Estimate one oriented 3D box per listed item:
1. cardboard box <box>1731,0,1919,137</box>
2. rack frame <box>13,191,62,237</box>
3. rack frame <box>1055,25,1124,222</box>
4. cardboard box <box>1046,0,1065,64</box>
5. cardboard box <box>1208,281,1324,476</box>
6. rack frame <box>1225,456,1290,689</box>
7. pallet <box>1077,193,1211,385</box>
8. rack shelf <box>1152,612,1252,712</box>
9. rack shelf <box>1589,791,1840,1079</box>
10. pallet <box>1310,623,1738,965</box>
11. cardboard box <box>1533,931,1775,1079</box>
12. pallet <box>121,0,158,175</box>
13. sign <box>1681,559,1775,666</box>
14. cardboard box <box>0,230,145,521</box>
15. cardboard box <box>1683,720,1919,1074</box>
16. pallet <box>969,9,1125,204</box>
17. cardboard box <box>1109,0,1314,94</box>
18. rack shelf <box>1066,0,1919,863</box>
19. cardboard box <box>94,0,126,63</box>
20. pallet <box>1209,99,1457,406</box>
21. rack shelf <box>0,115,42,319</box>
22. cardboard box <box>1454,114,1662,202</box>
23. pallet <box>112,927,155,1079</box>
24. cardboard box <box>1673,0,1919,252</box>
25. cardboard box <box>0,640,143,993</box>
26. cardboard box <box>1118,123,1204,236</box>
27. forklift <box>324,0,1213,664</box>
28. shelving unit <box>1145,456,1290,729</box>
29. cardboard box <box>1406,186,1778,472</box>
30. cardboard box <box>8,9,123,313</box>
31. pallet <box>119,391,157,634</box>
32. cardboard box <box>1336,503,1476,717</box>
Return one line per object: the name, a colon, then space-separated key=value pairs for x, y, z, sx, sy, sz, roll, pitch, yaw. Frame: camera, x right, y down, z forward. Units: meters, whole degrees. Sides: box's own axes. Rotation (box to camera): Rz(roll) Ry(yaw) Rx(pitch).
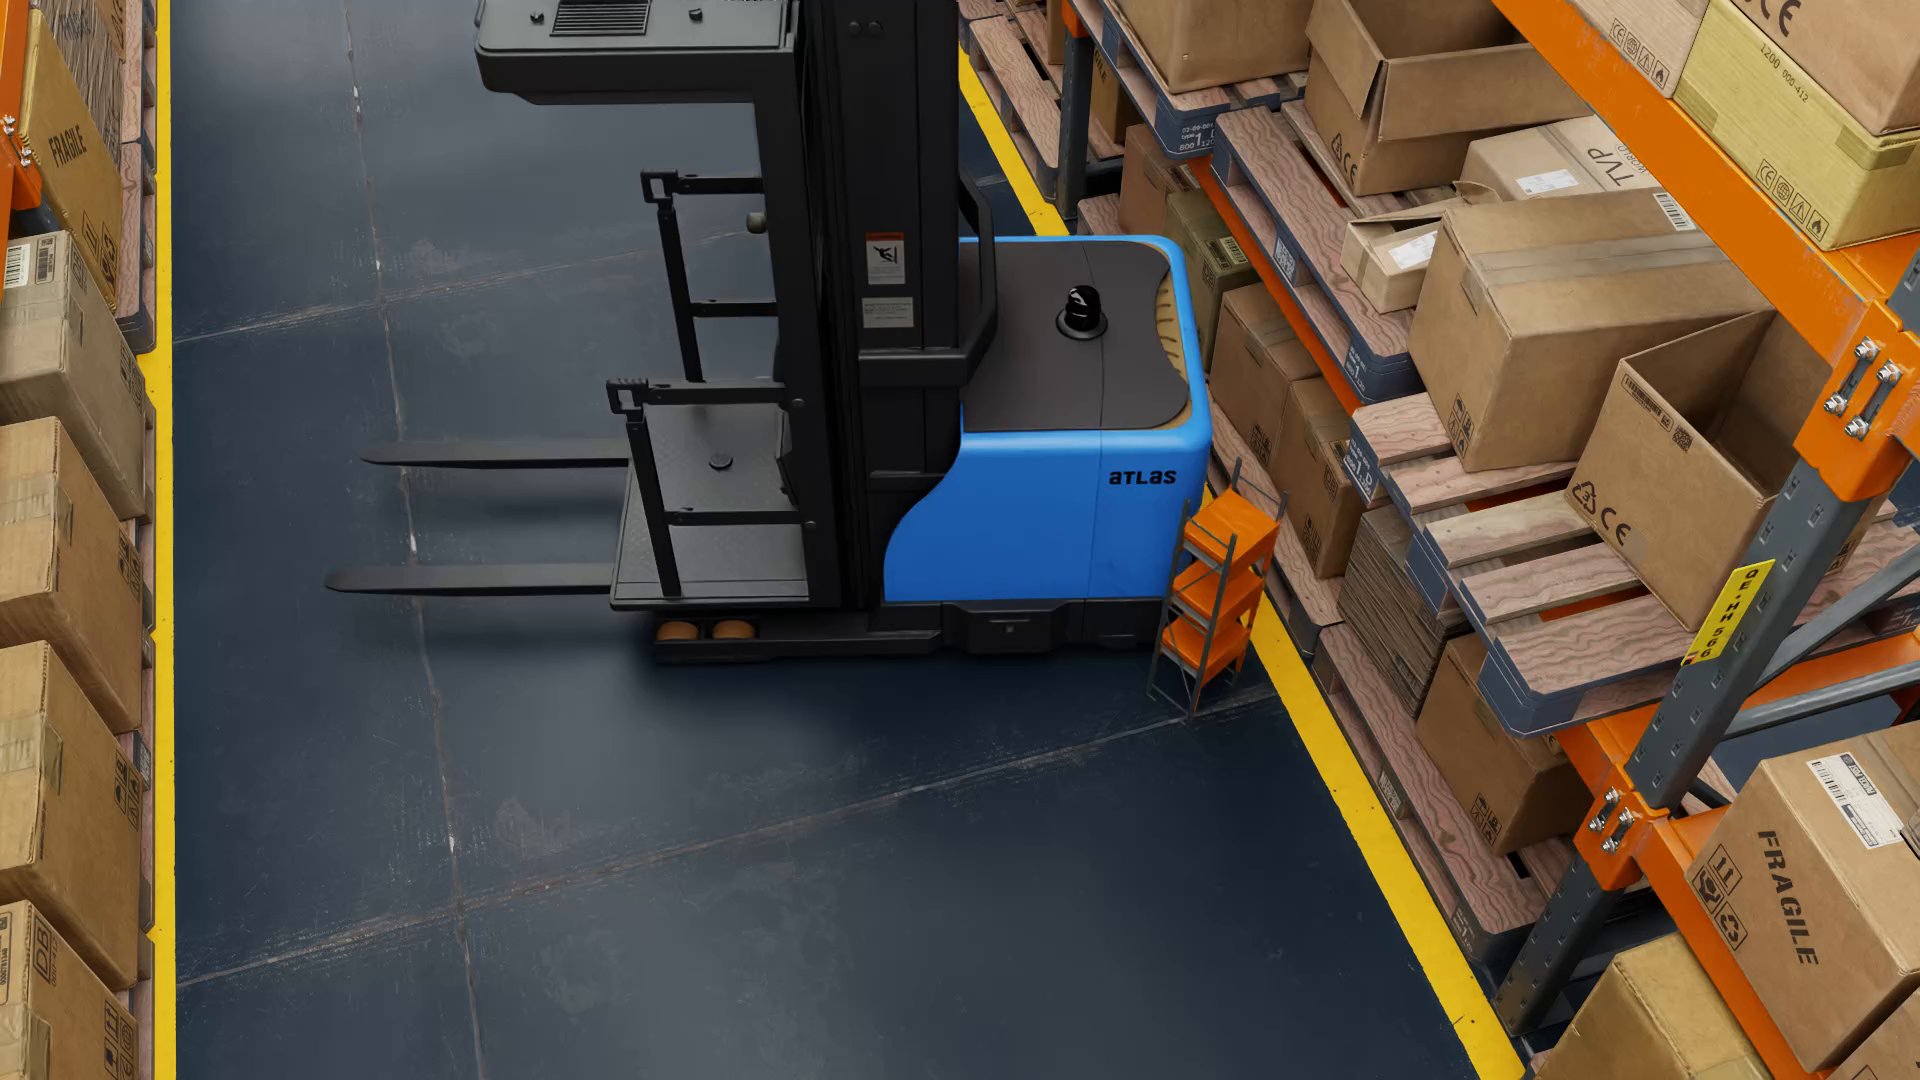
cardboard box: x=1.729 y=-1.080 z=2.844 sx=0.500 sy=0.500 sz=0.500 roll=-12 pitch=51 yaw=-10
rack frame: x=-3.842 y=-1.501 z=5.554 sx=1.000 sy=3.000 sz=0.127 roll=-13 pitch=51 yaw=-11
rack frame: x=0.927 y=-2.549 z=6.437 sx=1.000 sy=3.000 sz=0.127 roll=-13 pitch=51 yaw=-11
cardboard box: x=0.670 y=-2.597 z=7.837 sx=0.500 sy=0.500 sz=0.500 roll=1 pitch=50 yaw=1
cardboard box: x=1.376 y=-0.671 z=6.201 sx=0.700 sy=0.500 sz=0.500 roll=-17 pitch=52 yaw=-14
rack frame: x=0.905 y=0.132 z=5.447 sx=0.008 sy=1.050 sz=0.200 roll=-37 pitch=61 yaw=-27
pallet: x=1.158 y=-1.082 z=7.024 sx=1.003 sy=0.211 sz=1.213 roll=-13 pitch=51 yaw=-11
rack shelf: x=0.810 y=0.377 z=5.617 sx=0.240 sy=0.259 sz=0.215 roll=-37 pitch=61 yaw=-27
rack shelf: x=2.701 y=2.065 z=3.018 sx=1.077 sy=0.370 sz=4.000 roll=-13 pitch=51 yaw=-11
pallet: x=1.880 y=0.700 z=5.522 sx=1.003 sy=0.211 sz=1.213 roll=-13 pitch=51 yaw=-11
cardboard box: x=2.294 y=1.431 z=4.197 sx=1.225 sy=0.875 sz=0.875 roll=-15 pitch=52 yaw=-13
pallet: x=-4.356 y=-2.068 z=7.856 sx=1.003 sy=0.211 sz=1.213 roll=-13 pitch=51 yaw=-11
sign: x=1.594 y=0.154 z=3.453 sx=0.100 sy=0.325 sz=0.005 roll=-13 pitch=51 yaw=-11
cardboard box: x=-3.572 y=-0.479 z=5.888 sx=1.050 sy=0.750 sz=0.750 roll=-14 pitch=51 yaw=-11
cardboard box: x=1.993 y=0.757 z=3.585 sx=0.500 sy=0.500 sz=0.500 roll=-12 pitch=51 yaw=-10
pallet: x=0.694 y=-2.133 z=7.910 sx=1.003 sy=0.211 sz=1.213 roll=-13 pitch=51 yaw=-11
cardboard box: x=1.028 y=-2.266 z=5.531 sx=1.000 sy=1.000 sz=1.000 roll=-13 pitch=51 yaw=-11
rack shelf: x=1.518 y=-0.856 z=5.481 sx=1.077 sy=0.370 sz=4.000 roll=-13 pitch=51 yaw=-11
cardboard box: x=-4.499 y=-2.751 z=7.722 sx=0.875 sy=0.875 sz=0.875 roll=-14 pitch=51 yaw=-12
pallet: x=1.485 y=-1.002 z=5.259 sx=1.003 sy=0.211 sz=1.213 roll=-13 pitch=51 yaw=-11
rack shelf: x=-3.250 y=0.191 z=4.597 sx=1.077 sy=0.370 sz=4.000 roll=-13 pitch=51 yaw=-11
cardboard box: x=1.833 y=-0.991 z=4.947 sx=0.500 sy=0.250 sz=0.500 roll=-15 pitch=51 yaw=-12
pallet: x=-2.820 y=1.726 z=4.657 sx=1.003 sy=0.211 sz=1.213 roll=-13 pitch=51 yaw=-11
cardboard box: x=1.735 y=-0.838 z=3.131 sx=0.500 sy=0.250 sz=0.500 roll=-13 pitch=51 yaw=-11
cardboard box: x=-3.014 y=0.907 z=4.720 sx=1.050 sy=0.750 sz=0.750 roll=-13 pitch=51 yaw=-10
cardboard box: x=1.088 y=-1.432 z=6.842 sx=0.700 sy=0.500 sz=0.500 roll=-17 pitch=52 yaw=-14
forklift: x=-0.720 y=-0.918 z=5.107 sx=3.031 sy=2.935 sz=1.130 roll=-1 pitch=50 yaw=-1
shelving unit: x=0.818 y=0.197 z=5.392 sx=0.252 sy=1.050 sz=0.215 roll=-37 pitch=61 yaw=-27
cardboard box: x=1.651 y=-0.566 z=4.425 sx=0.700 sy=0.500 sz=0.500 roll=-7 pitch=50 yaw=-6
cardboard box: x=-3.961 y=-1.427 z=6.606 sx=0.875 sy=0.875 sz=0.875 roll=-13 pitch=51 yaw=-10
pallet: x=-3.541 y=-0.056 z=6.159 sx=1.003 sy=0.211 sz=1.213 roll=-13 pitch=51 yaw=-11
cardboard box: x=1.716 y=0.149 z=5.509 sx=0.700 sy=0.500 sz=0.500 roll=-17 pitch=52 yaw=-14
